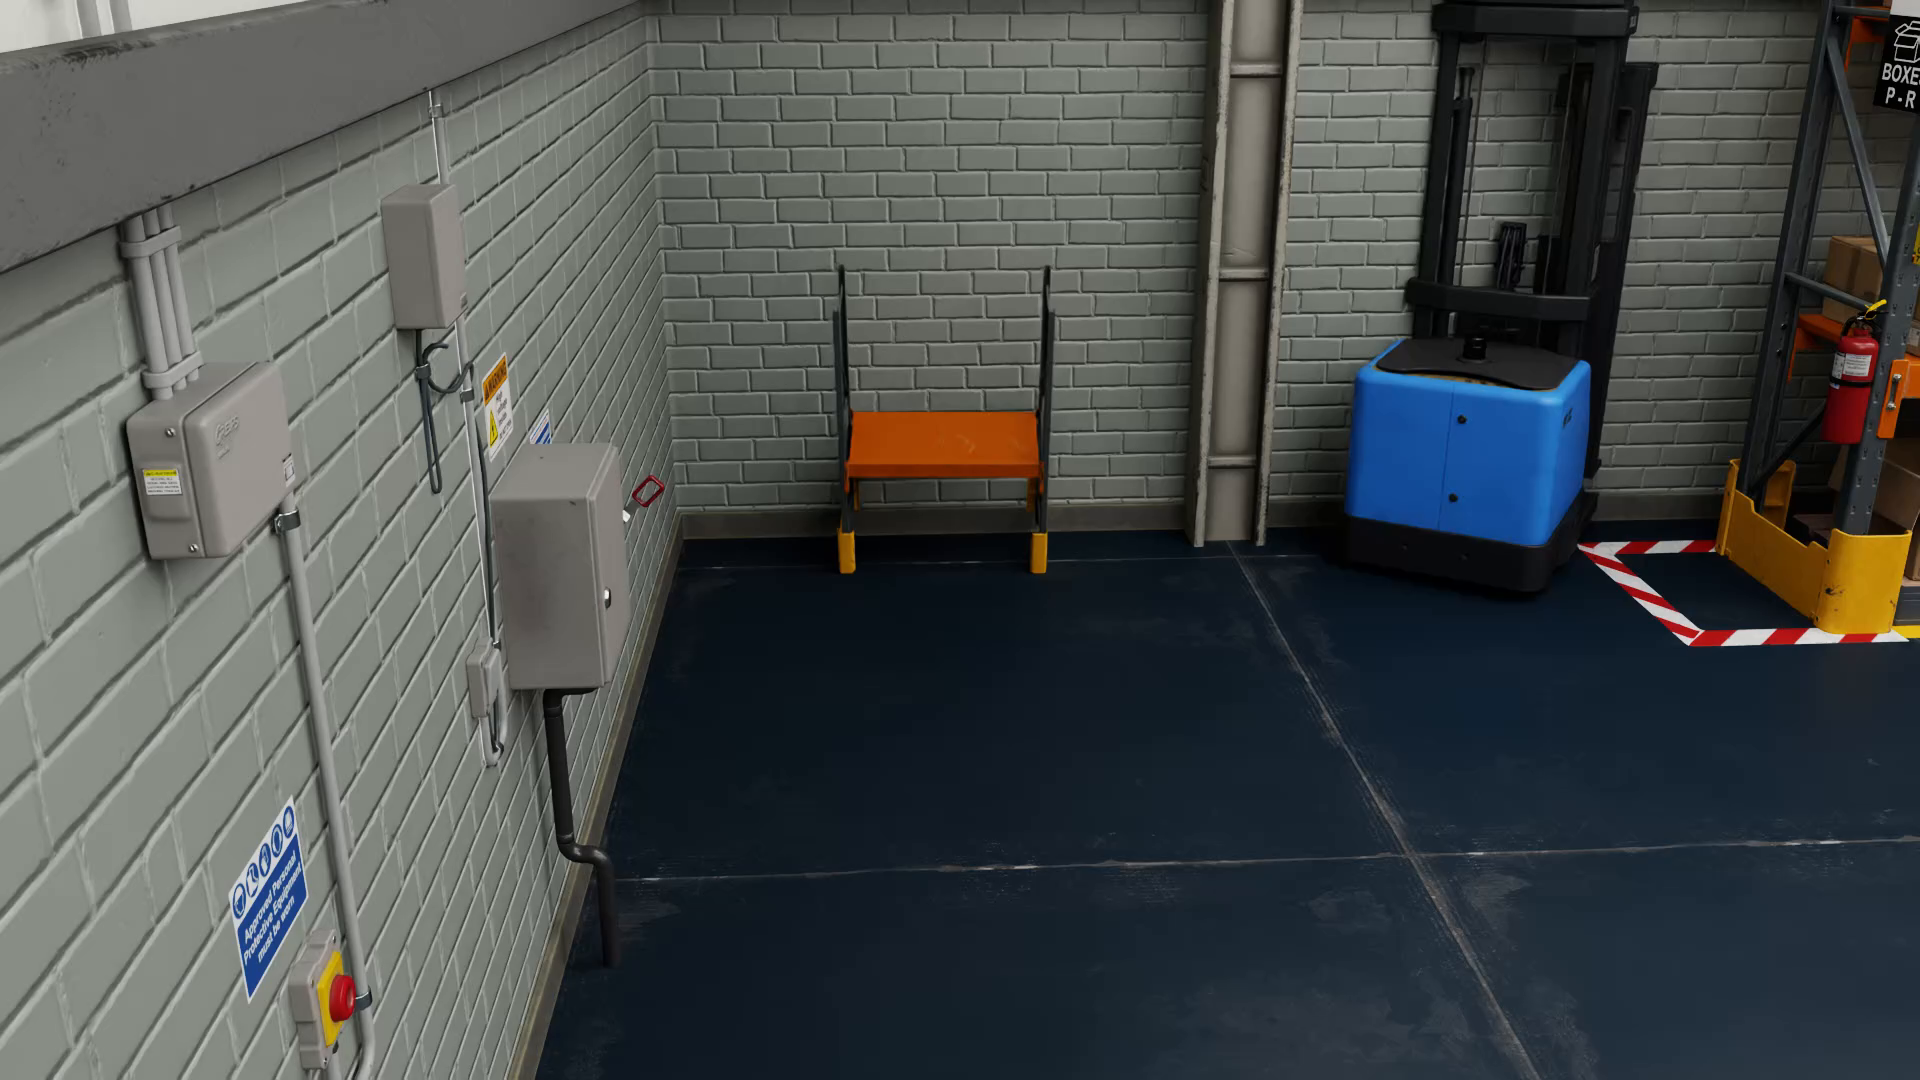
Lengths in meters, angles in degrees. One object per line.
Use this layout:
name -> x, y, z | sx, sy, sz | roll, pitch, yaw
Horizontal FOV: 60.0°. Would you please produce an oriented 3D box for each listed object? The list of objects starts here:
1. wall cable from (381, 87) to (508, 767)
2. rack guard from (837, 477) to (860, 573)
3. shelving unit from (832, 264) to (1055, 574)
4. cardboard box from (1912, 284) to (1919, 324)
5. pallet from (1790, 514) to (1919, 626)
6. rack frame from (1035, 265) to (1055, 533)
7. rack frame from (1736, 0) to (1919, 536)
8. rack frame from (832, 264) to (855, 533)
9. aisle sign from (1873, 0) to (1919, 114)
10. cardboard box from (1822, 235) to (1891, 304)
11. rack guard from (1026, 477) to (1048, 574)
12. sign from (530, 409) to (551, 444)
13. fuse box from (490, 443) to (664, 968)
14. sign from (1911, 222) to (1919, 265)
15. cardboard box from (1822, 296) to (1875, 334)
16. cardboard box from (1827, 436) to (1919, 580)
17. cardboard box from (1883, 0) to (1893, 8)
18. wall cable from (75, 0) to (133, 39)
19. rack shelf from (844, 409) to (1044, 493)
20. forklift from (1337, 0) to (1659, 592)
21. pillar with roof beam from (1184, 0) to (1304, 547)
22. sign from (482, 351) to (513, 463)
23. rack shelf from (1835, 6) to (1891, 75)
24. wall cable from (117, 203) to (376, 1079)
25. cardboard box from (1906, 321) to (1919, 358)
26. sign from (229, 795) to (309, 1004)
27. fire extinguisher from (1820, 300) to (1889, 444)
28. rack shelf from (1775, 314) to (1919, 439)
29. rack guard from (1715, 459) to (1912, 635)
wall cable -> -1.235, -0.251, 4.136 | 0.122, 1.984, 0.588 | -1, 21, -3
rack guard -> -0.589, -0.100, 8.818 | 0.087, 0.250, 0.587 | 0, 36, 0
shelving unit -> -0.089, -0.607, 8.457 | 1.083, 1.500, 0.587 | 0, 36, 0
cardboard box -> 4.667, -1.141, 7.695 | 0.500, 0.250, 0.500 | -1, 21, -3
pallet -> 5.071, 0.127, 8.492 | 1.213, 0.211, 1.003 | -1, 21, -3
rack frame -> 0.428, -0.606, 8.459 | 0.032, 1.500, 0.500 | 0, 36, 0
rack frame -> 4.199, -1.159, 7.948 | 0.127, 3.000, 1.000 | -1, 21, -3
rack frame -> -0.588, -0.608, 8.455 | 0.032, 1.500, 0.500 | 0, 36, 0
aisle sign -> 4.147, -2.268, 7.208 | 0.004, 0.787, 0.394 | -1, 21, -3
cardboard box -> 4.643, -1.331, 8.194 | 0.500, 0.250, 0.500 | -1, 21, -1
rack guard -> 0.407, -0.098, 8.822 | 0.087, 0.250, 0.587 | 0, 36, 0
sign -> -1.352, -0.149, 5.429 | 0.001, 0.494, 0.329 | -1, 21, -3
fuse box -> -1.117, 0.580, 5.192 | 0.414, 1.711, 0.539 | -1, 21, -3
sign -> 4.230, -1.370, 7.288 | 0.005, 0.325, 0.100 | -1, 21, -3
cardboard box -> 4.514, -1.143, 8.261 | 0.250, 0.149, 0.380 | -1, 21, -4
cardboard box -> 4.815, -0.167, 8.262 | 0.637, 0.503, 0.797 | -2, 21, -5
cardboard box -> 4.505, -2.532, 7.692 | 0.250, 0.149, 0.380 | -1, 21, -2
wall cable -> -1.177, -1.983, 1.683 | 0.029, 3.000, 0.463 | -1, 21, -3
rack shelf -> -0.081, -0.461, 8.561 | 1.000, 0.185, 0.538 | 0, 36, 0
forklift -> 3.134, -1.592, 9.184 | 1.130, 2.935, 3.031 | 11, 24, 27
pillar with roof beam -> 1.701, -2.698, 3.561 | 0.400, 9.000, 9.100 | -1, 21, -3
sign -> -1.320, -0.384, 4.753 | 0.001, 0.242, 0.339 | -1, 21, -3
rack shelf -> 6.196, -2.265, 7.649 | 4.000, 0.370, 1.077 | -1, 21, -3
wall cable -> -1.142, 0.238, 2.808 | 0.123, 1.953, 0.585 | -1, 21, -3
cardboard box -> 4.543, -0.950, 7.754 | 0.250, 0.149, 0.380 | -1, 21, -3
sign -> -1.201, 0.620, 2.898 | 0.001, 0.218, 0.327 | -1, 21, -3
fire extinguisher -> 4.078, -0.781, 7.589 | 0.183, 0.674, 0.296 | -1, 21, -3
rack shelf -> 6.196, -0.863, 8.183 | 4.000, 0.370, 1.077 | -1, 21, -3
rack guard -> 4.275, 0.008, 8.397 | 0.348, 0.500, 1.175 | -1, 21, -3
